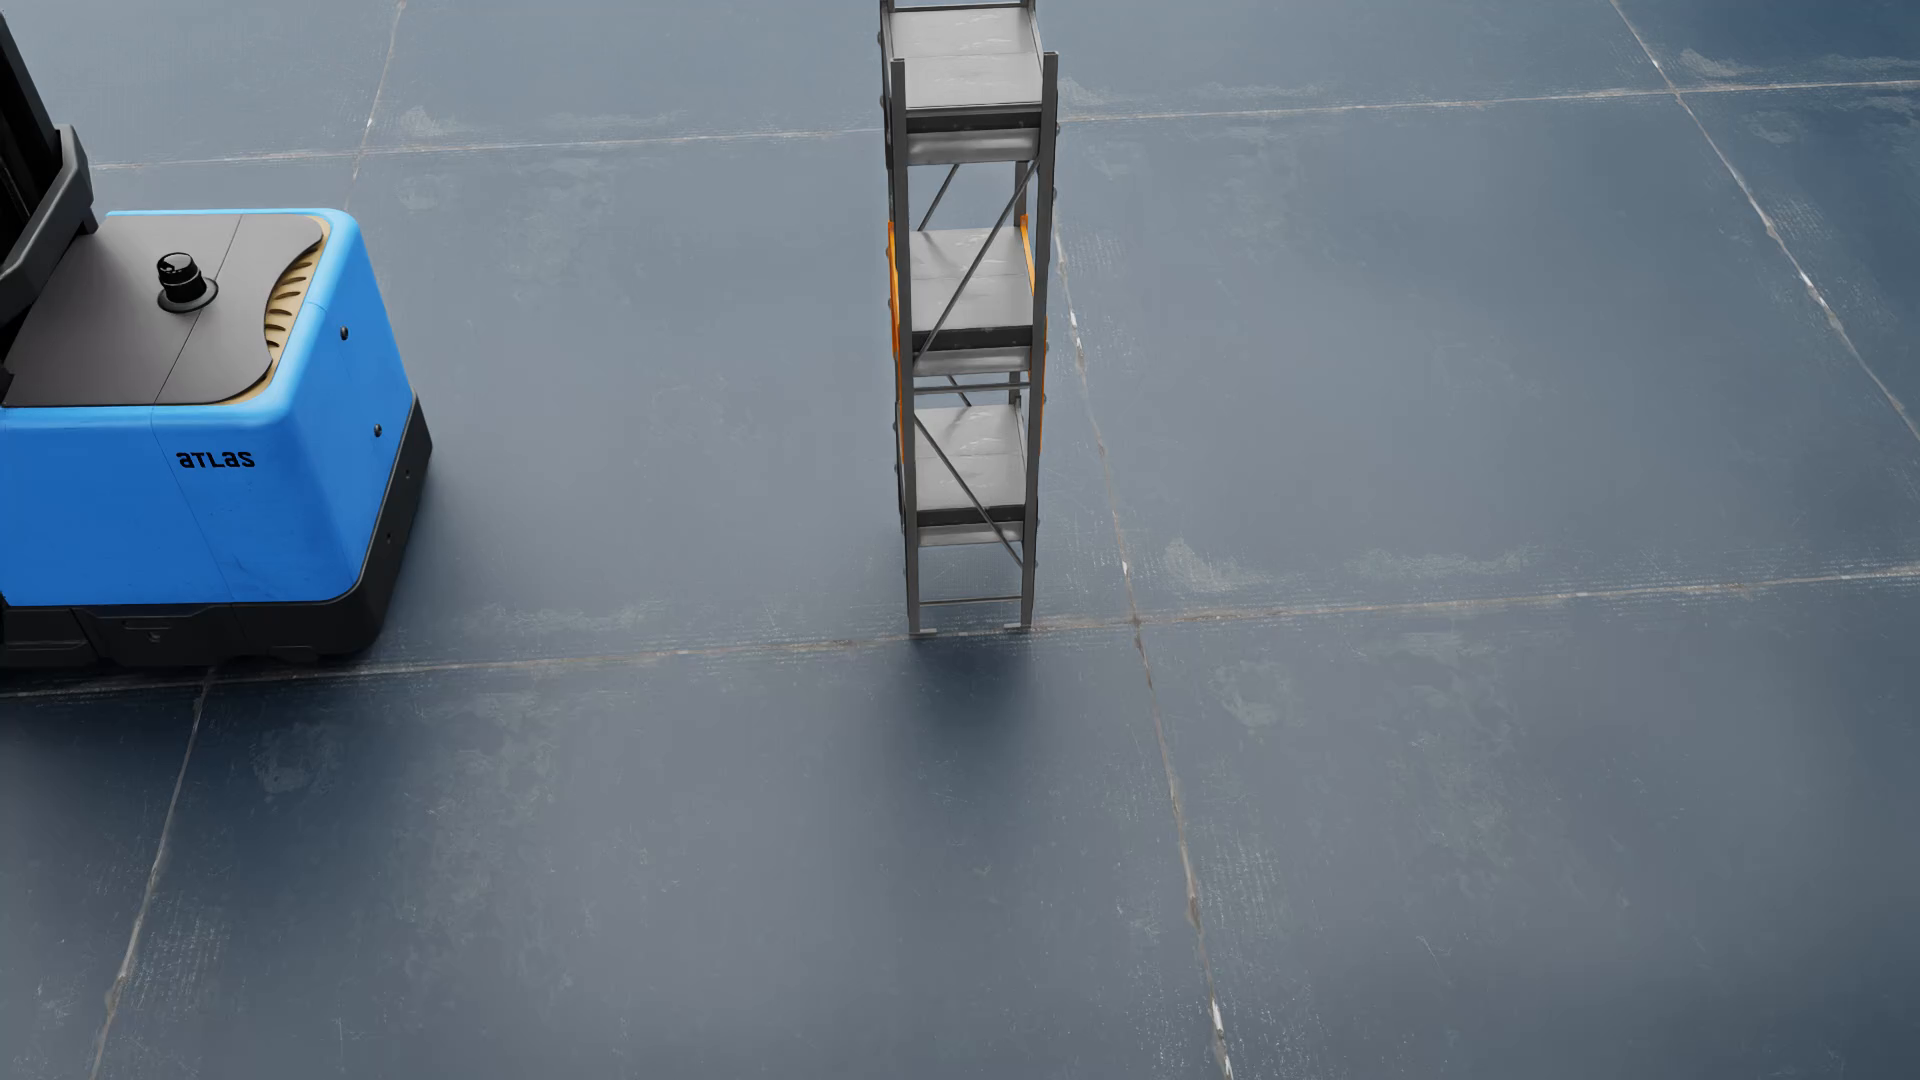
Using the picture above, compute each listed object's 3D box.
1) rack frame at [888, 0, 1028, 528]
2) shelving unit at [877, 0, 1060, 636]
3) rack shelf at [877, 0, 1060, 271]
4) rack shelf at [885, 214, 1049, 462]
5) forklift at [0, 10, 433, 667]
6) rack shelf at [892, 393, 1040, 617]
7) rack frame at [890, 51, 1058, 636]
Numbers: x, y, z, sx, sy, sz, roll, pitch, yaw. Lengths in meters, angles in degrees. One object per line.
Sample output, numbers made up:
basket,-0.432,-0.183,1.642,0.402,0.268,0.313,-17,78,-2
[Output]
rack frame,-0.007,-0.779,5.041,0.400,2.100,0.015,-3,47,-3
shelving unit,0.014,-0.602,4.874,0.431,2.100,0.503,-3,47,-3
rack shelf,0.014,-1.074,4.376,0.431,0.518,0.480,-3,47,-3
rack shelf,0.014,-0.593,4.884,0.431,0.518,0.480,-3,47,-3
forklift,-3.396,-0.954,4.635,3.031,2.935,1.130,-1,47,-1
rack shelf,0.014,-0.112,5.392,0.431,0.518,0.480,-3,47,-3
rack frame,0.034,-0.426,4.707,0.400,2.100,0.015,-3,47,-3
